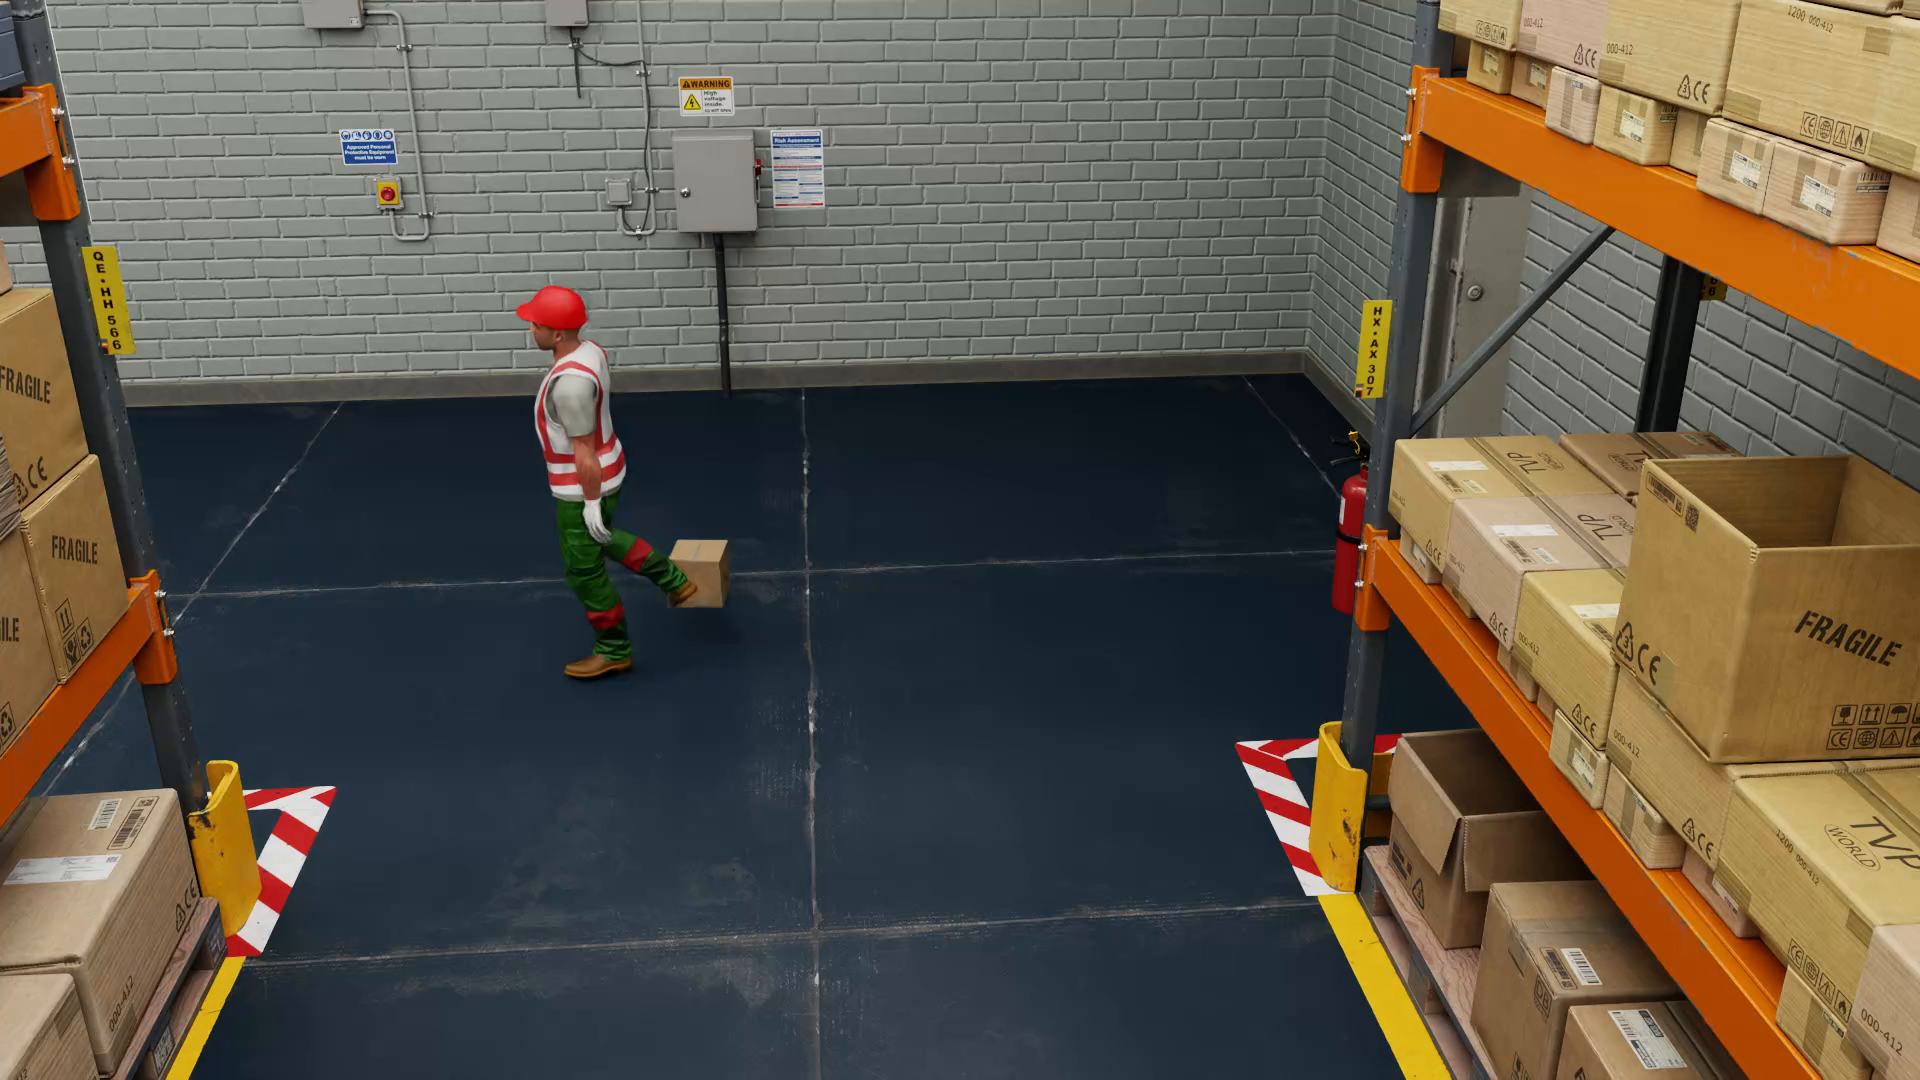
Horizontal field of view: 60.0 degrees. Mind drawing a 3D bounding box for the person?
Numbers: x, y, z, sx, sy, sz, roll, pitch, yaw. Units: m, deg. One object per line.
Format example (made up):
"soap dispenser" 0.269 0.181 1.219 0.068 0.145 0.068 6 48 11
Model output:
"person" -1.501 -0.278 7.209 0.614 1.774 0.747 -1 24 -3
